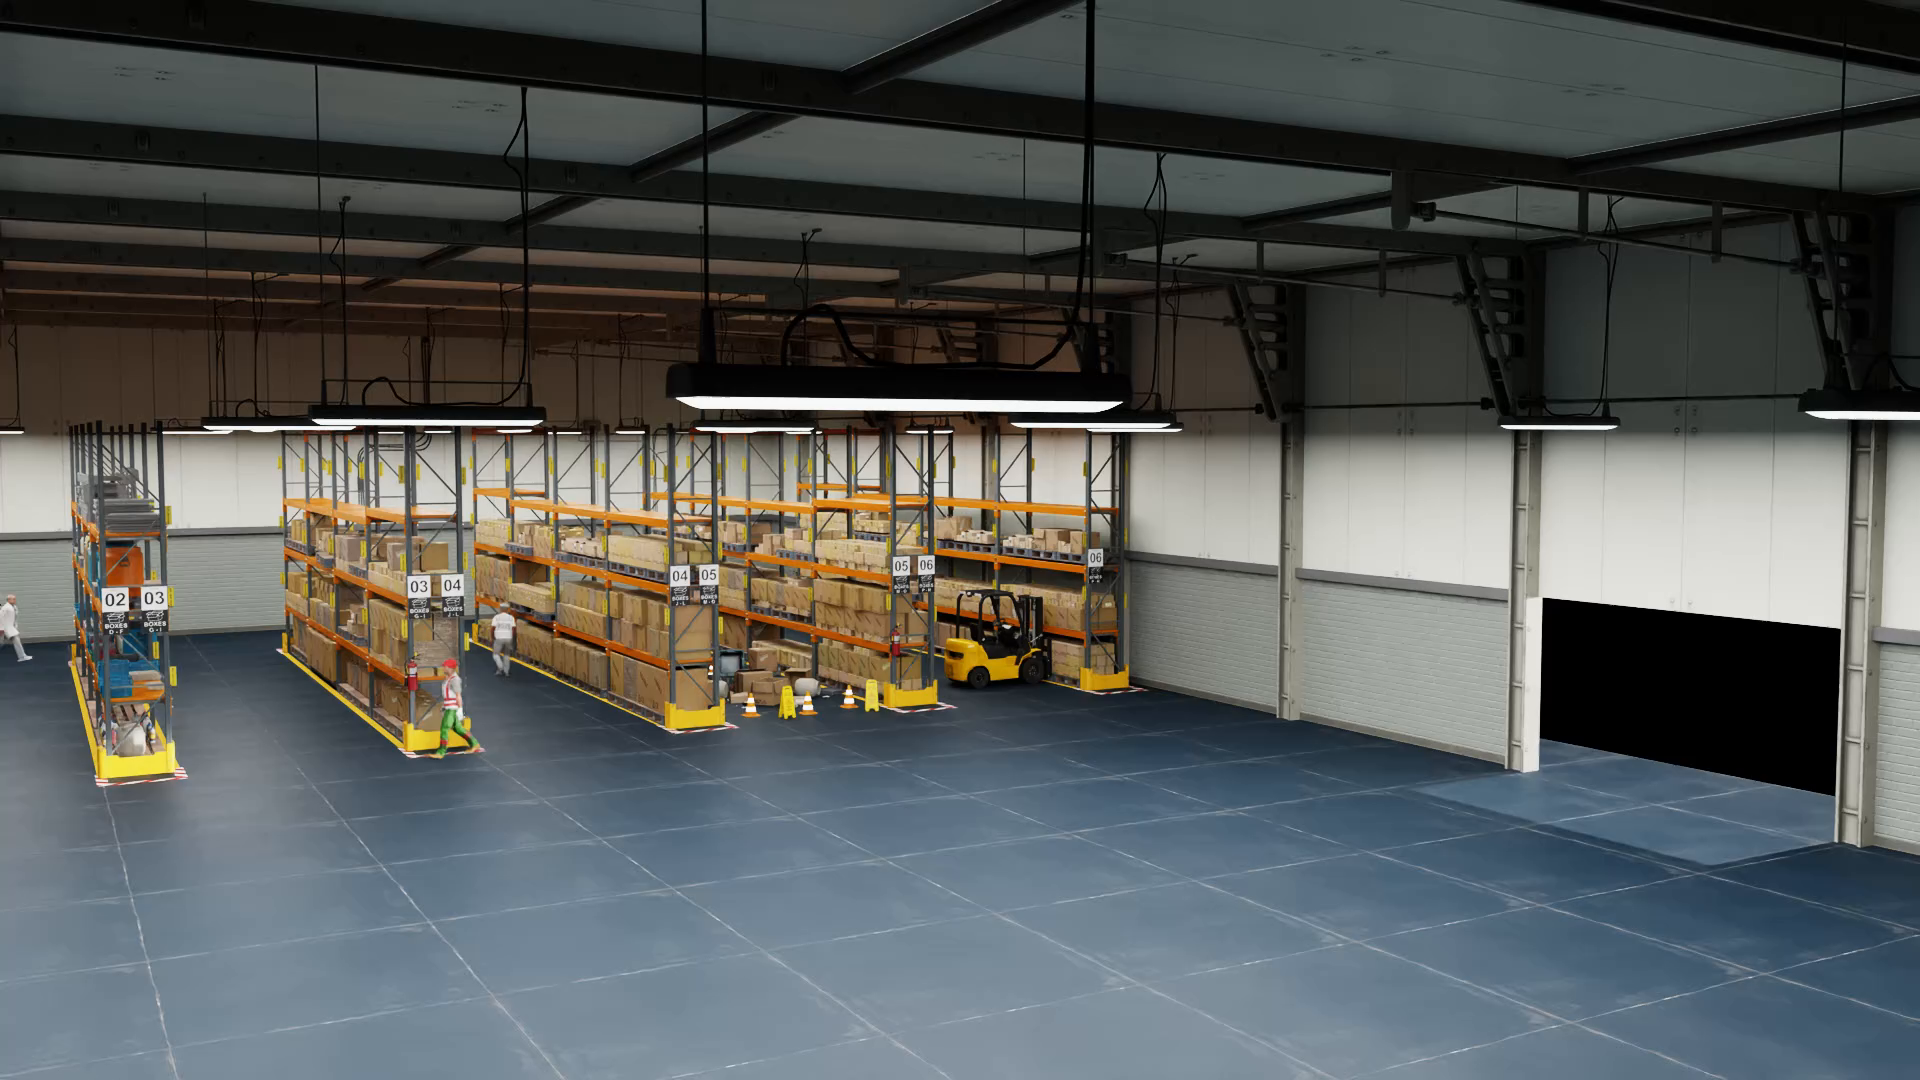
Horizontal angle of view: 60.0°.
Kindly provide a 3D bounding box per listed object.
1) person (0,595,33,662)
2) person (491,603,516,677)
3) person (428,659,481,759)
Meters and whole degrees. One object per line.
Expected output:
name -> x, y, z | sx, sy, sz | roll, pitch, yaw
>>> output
person -> -24.279, 2.246, 42.422 | 1.206, 1.718, 0.583 | -1, 4, -12
person -> -10.904, 2.406, 39.787 | 0.594, 1.727, 0.669 | -2, 4, -27
person -> -9.060, 3.009, 29.737 | 0.944, 1.769, 0.598 | -2, 4, -24
